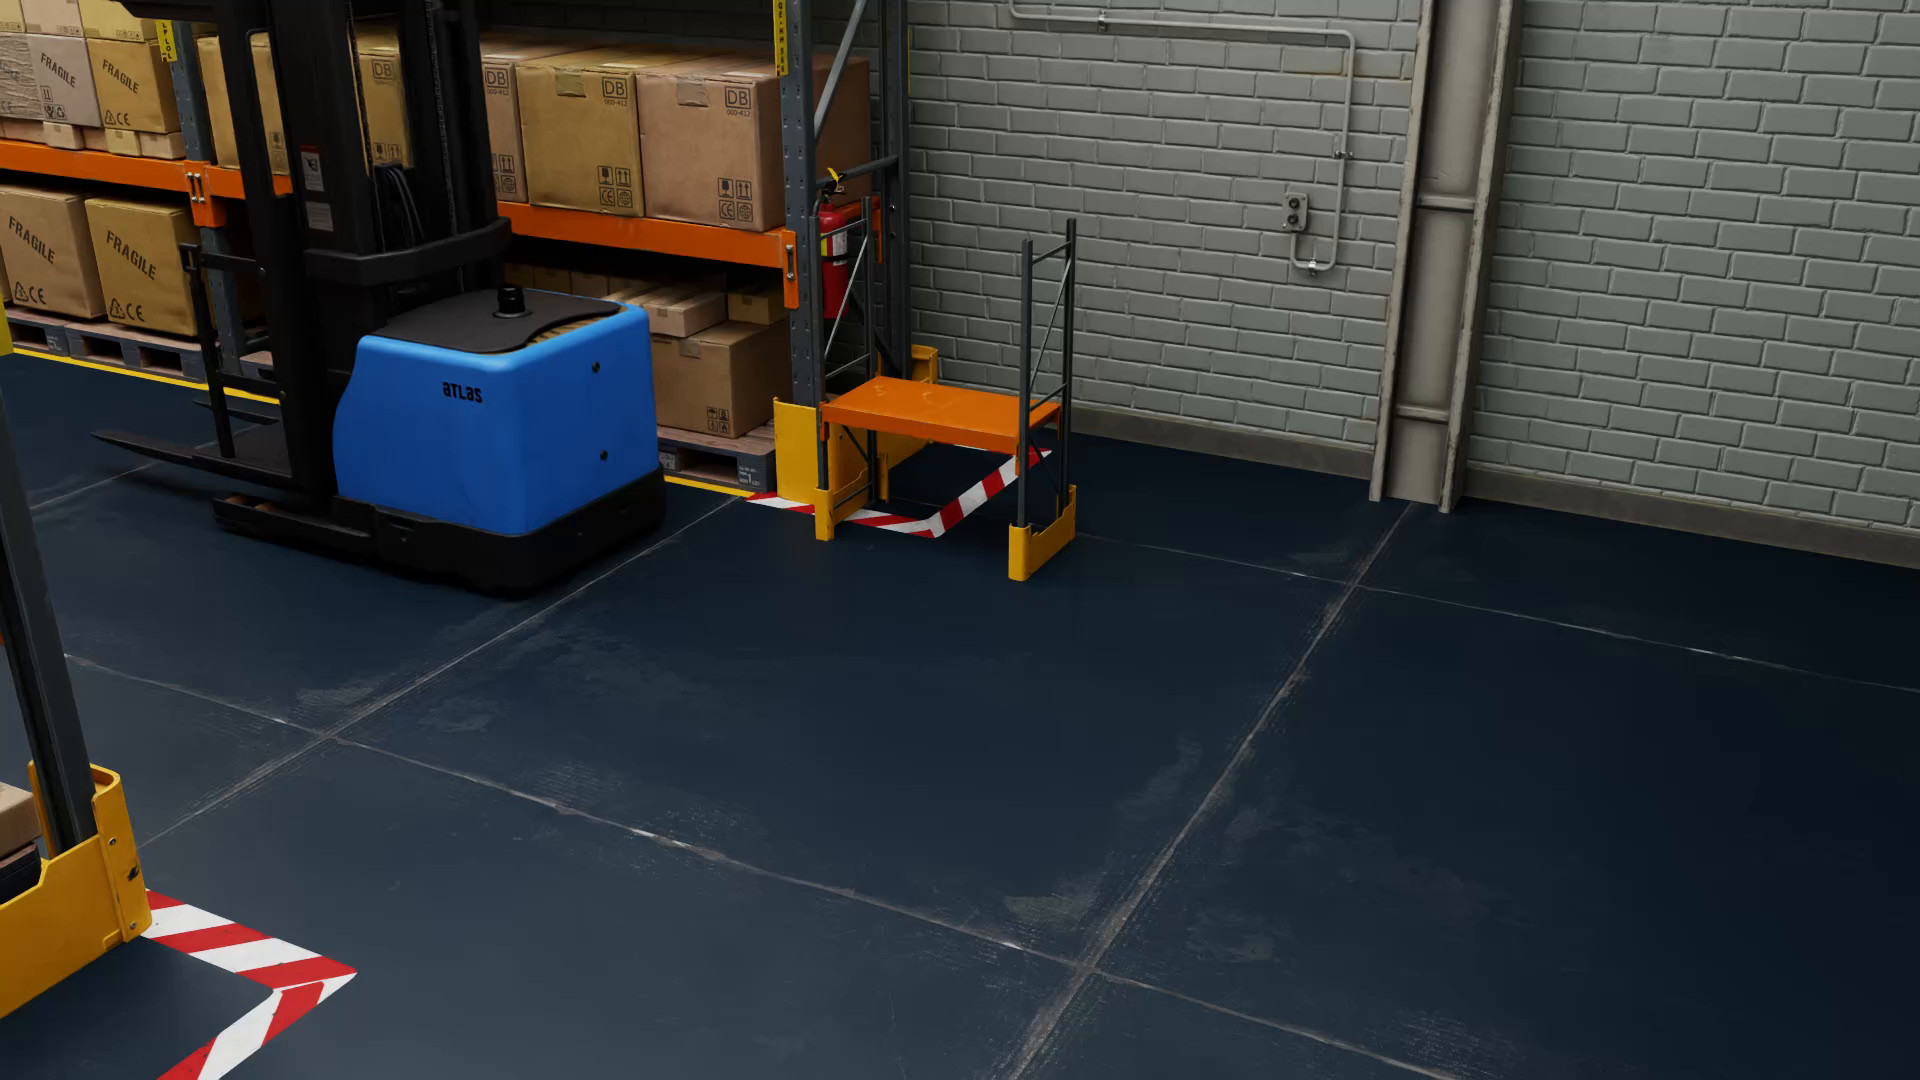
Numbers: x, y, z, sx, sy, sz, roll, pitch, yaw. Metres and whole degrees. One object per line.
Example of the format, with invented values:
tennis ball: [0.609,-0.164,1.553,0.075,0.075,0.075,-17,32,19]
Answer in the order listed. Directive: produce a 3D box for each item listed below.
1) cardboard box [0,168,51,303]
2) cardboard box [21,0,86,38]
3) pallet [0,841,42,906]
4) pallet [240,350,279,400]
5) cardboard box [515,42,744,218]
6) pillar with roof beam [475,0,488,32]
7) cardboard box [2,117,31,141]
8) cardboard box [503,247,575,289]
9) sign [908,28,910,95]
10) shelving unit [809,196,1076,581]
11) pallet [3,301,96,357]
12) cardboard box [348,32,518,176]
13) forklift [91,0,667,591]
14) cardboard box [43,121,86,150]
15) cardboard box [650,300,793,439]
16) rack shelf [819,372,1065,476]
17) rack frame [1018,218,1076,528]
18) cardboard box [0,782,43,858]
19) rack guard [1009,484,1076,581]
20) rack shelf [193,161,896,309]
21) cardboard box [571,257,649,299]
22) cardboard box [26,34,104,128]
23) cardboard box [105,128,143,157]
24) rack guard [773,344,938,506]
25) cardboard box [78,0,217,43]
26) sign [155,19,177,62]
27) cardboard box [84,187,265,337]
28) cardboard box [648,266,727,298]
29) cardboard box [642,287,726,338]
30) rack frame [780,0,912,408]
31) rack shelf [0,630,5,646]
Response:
cardboard box: [-6.299,-2.056,10.961,0.750,0.750,0.750,11,25,24]
cardboard box: [-5.089,-3.102,9.719,0.500,0.250,0.500,12,26,26]
pallet: [-3.547,1.089,4.920,1.213,0.211,1.003,11,25,25]
pallet: [-3.462,-1.033,9.909,1.213,0.211,1.003,11,25,25]
cardboard box: [-1.649,-2.121,8.520,0.700,0.700,0.980,11,25,24]
pillar with roof beam: [-5.032,-3.913,5.454,0.400,9.000,9.100,11,25,25]
cardboard box: [-5.648,-2.572,10.260,0.250,0.149,0.380,10,25,23]
cardboard box: [-2.361,-1.517,9.314,0.250,0.149,0.380,11,25,24]
sign: [-0.280,-2.399,8.351,0.005,0.325,0.100,11,25,25]
shelving unit: [-0.068,-0.704,7.488,1.083,1.500,0.587,11,25,25]
pallet: [-5.920,-1.519,11.053,1.213,0.211,1.003,11,25,25]
cardboard box: [-2.979,-2.384,9.139,0.700,0.700,0.980,11,25,23]
forklift: [-2.932,-1.522,7.585,3.031,2.935,1.130,12,26,26]
cardboard box: [-5.243,-2.456,9.988,0.250,0.149,0.380,11,25,25]
cardboard box: [-1.205,-0.903,8.698,0.500,0.500,0.700,11,25,25]
rack shelf: [-0.076,-0.540,7.562,1.000,0.185,0.538,11,25,25]
rack frame: [0.378,-0.615,7.281,0.032,1.500,0.500,11,25,25]
cardboard box: [-2.986,0.875,4.941,0.250,0.149,0.380,11,25,25]
rack guard: [0.376,-0.041,7.526,0.087,0.250,0.587,11,25,25]
rack shelf: [-2.320,-1.794,9.054,4.000,0.370,1.077,11,25,25]
cardboard box: [-1.906,-1.428,9.103,0.250,0.149,0.380,12,26,25]
cardboard box: [-5.090,-2.750,9.850,0.500,0.500,0.500,11,26,25]
cardboard box: [-4.770,-2.369,9.782,0.250,0.149,0.380,12,26,26]
rack guard: [-0.514,-0.617,8.562,0.348,0.500,1.175,11,25,25]
cardboard box: [-4.637,-3.008,9.499,0.500,0.250,0.500,12,26,26]
sign: [-4.341,-2.783,9.083,0.005,0.325,0.100,11,25,25]
cardboard box: [-4.744,-1.751,10.245,0.750,0.750,0.750,12,26,25]
cardboard box: [-1.456,-1.339,8.893,0.250,0.149,0.380,11,26,25]
cardboard box: [-1.402,-1.161,8.475,0.250,0.149,0.380,11,25,24]
rack frame: [-0.535,-1.771,8.083,0.127,3.000,1.000,11,25,25]
rack shelf: [-4.552,-0.063,4.984,4.000,0.370,1.077,11,25,25]
